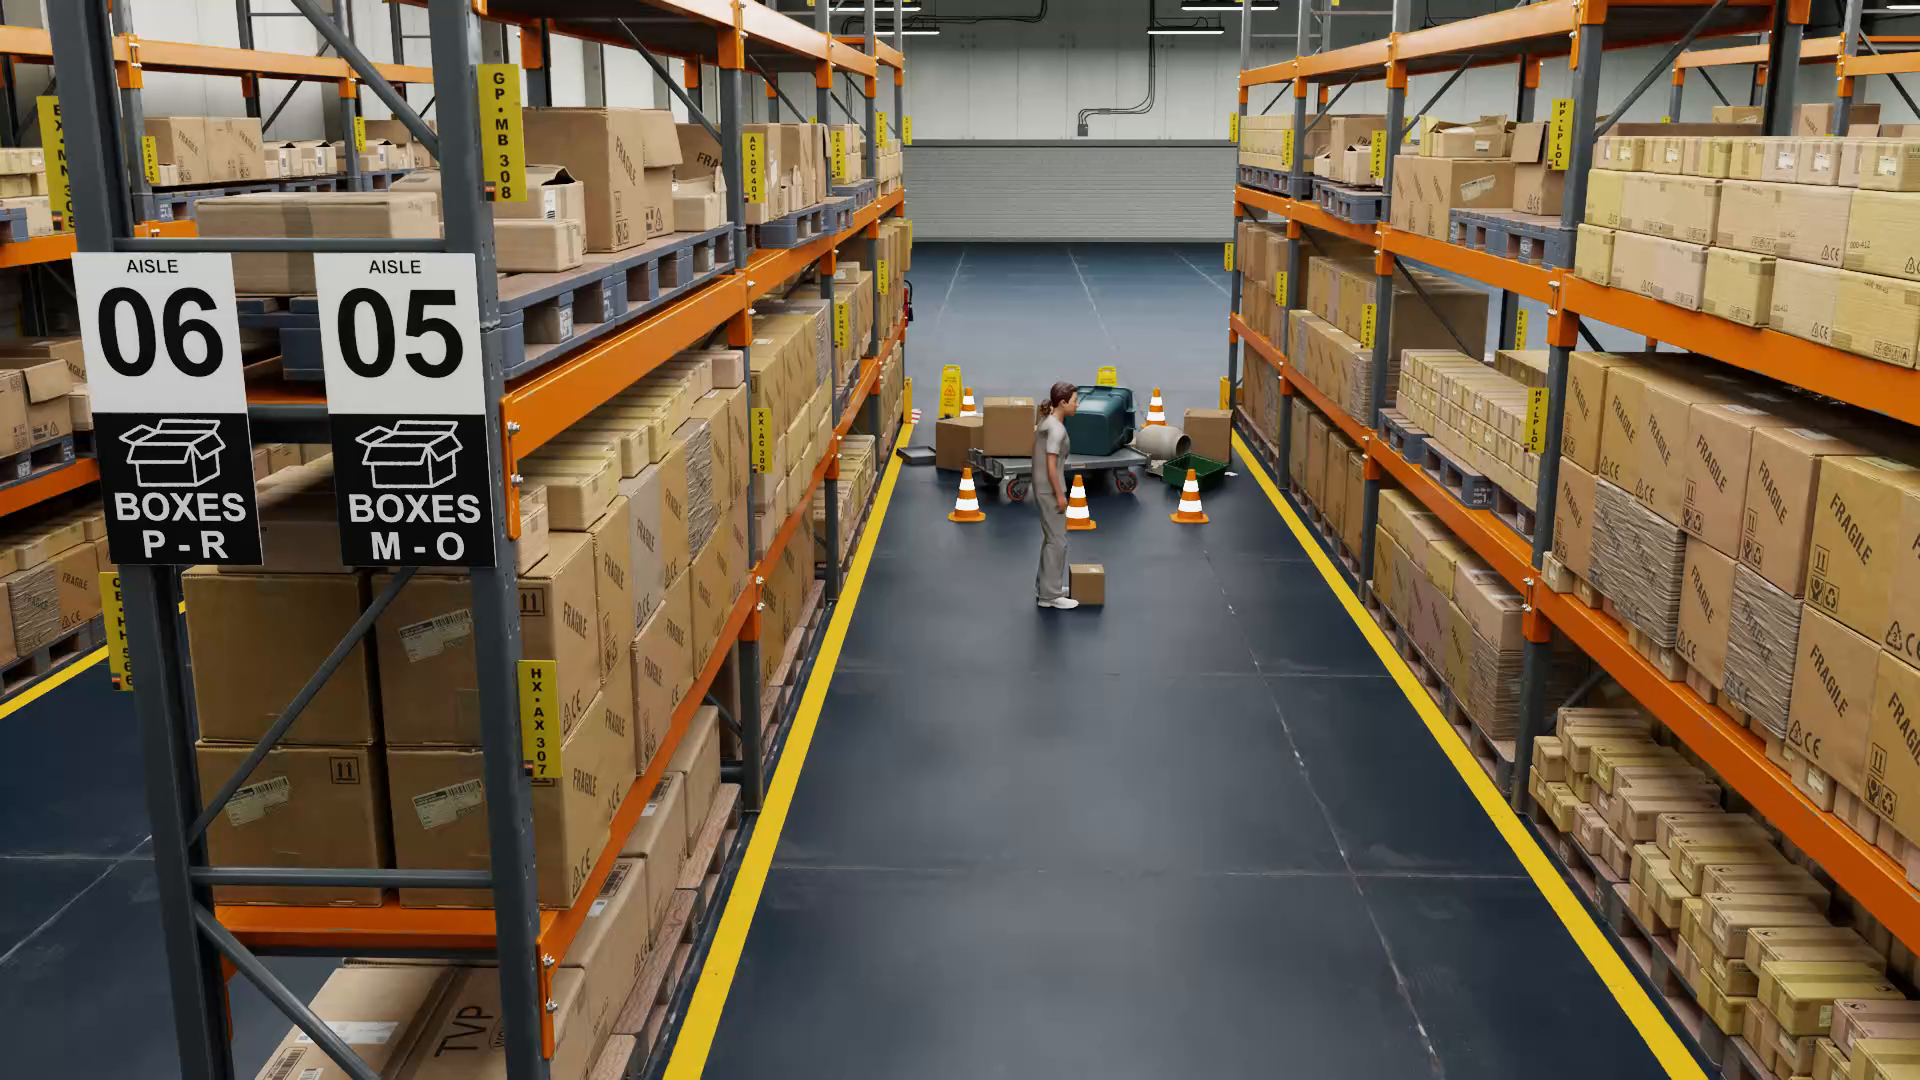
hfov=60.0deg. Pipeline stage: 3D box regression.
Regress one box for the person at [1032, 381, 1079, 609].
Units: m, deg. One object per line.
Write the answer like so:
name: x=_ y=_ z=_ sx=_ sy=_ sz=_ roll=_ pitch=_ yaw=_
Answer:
person: x=0.713 y=-0.351 z=12.413 sx=0.355 sy=1.673 sz=0.488 roll=0 pitch=14 yaw=2
